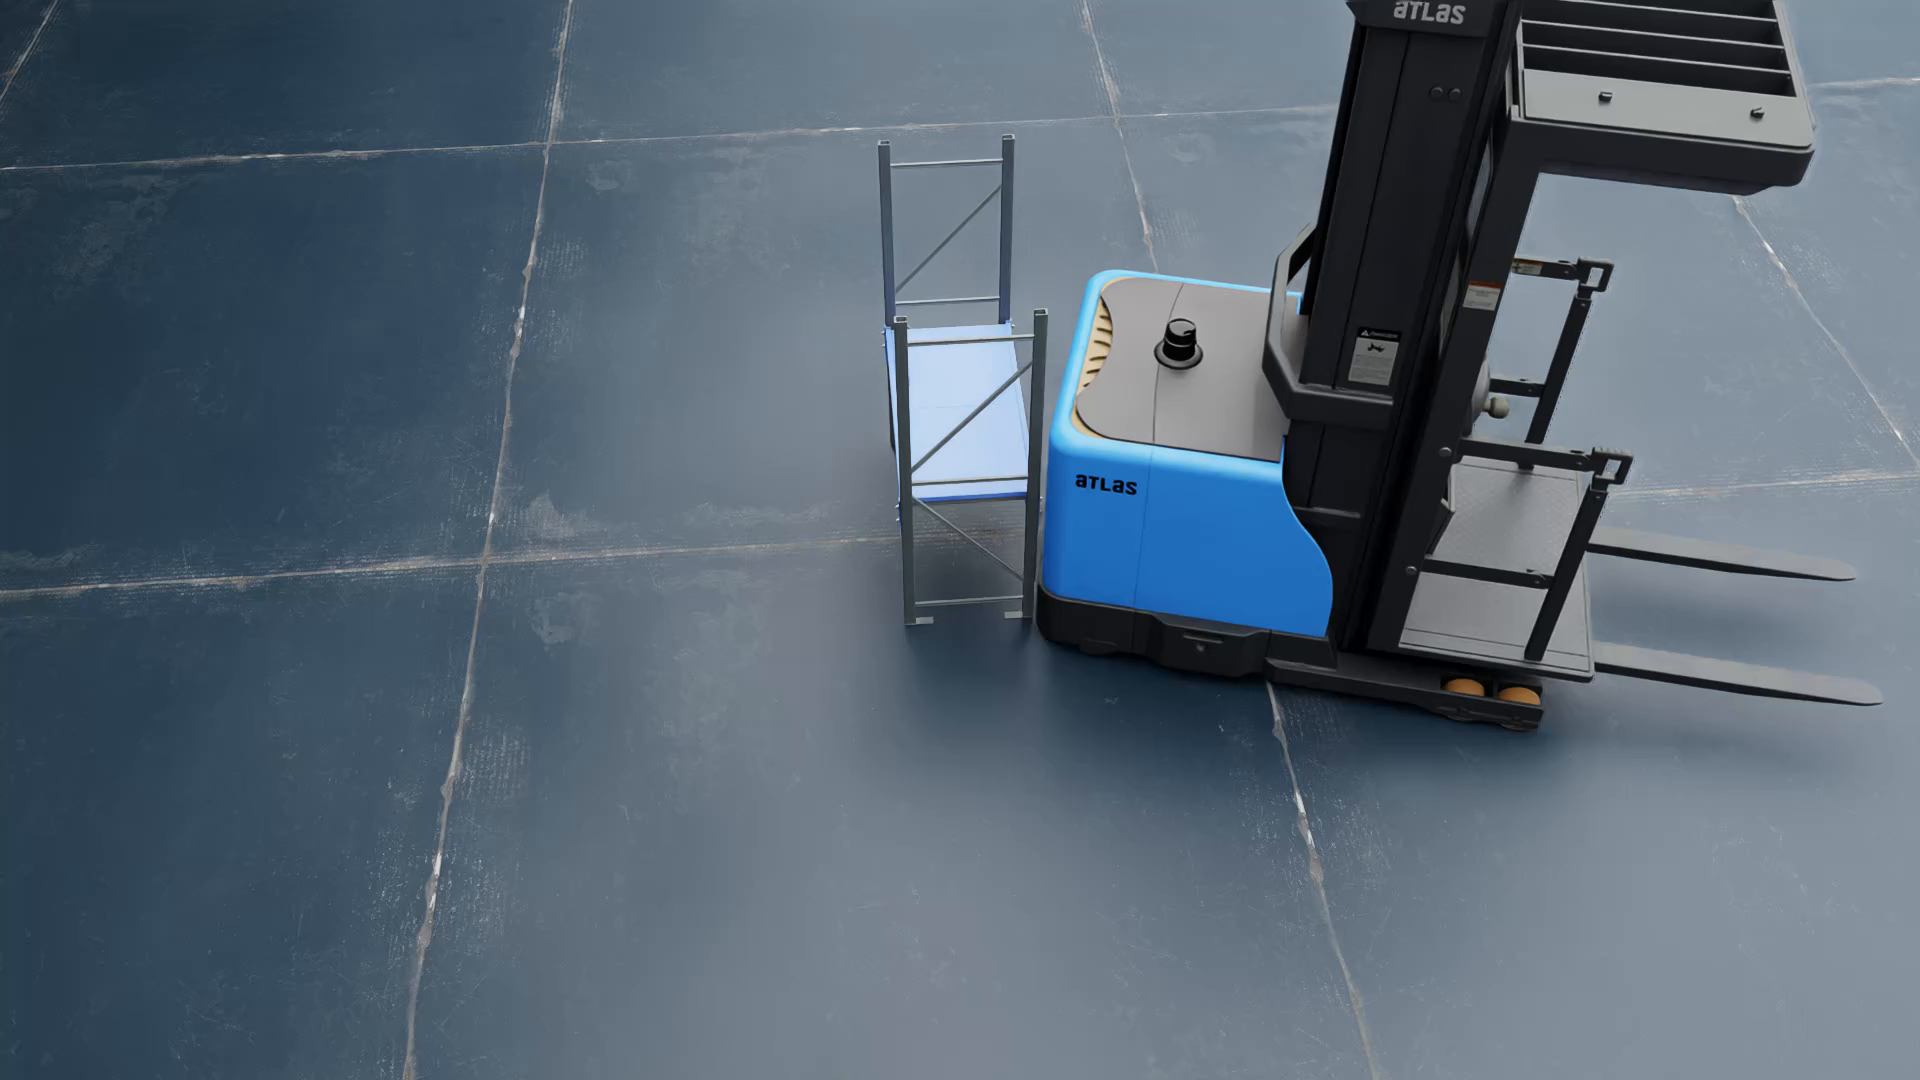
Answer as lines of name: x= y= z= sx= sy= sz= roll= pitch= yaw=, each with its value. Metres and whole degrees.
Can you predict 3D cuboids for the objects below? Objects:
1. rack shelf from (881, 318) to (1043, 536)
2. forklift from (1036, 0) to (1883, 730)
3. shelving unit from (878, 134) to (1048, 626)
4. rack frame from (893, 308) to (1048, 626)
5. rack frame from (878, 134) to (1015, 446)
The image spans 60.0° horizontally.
rack shelf: x=-0.007 y=-0.454 z=6.395 sx=0.538 sy=0.185 sz=1.000 roll=-3 pitch=47 yaw=-3
forklift: x=1.860 y=-0.738 z=5.430 sx=3.031 sy=2.935 sz=1.130 roll=9 pitch=47 yaw=8
shelving unit: x=-0.007 y=-0.577 z=6.264 sx=0.538 sy=1.500 sz=1.048 roll=-3 pitch=47 yaw=-3
rack frame: x=0.035 y=-0.210 z=5.916 sx=0.500 sy=1.500 sz=0.032 roll=-3 pitch=47 yaw=-3
rack frame: x=-0.050 y=-0.945 z=6.612 sx=0.500 sy=1.500 sz=0.032 roll=-3 pitch=47 yaw=-3
